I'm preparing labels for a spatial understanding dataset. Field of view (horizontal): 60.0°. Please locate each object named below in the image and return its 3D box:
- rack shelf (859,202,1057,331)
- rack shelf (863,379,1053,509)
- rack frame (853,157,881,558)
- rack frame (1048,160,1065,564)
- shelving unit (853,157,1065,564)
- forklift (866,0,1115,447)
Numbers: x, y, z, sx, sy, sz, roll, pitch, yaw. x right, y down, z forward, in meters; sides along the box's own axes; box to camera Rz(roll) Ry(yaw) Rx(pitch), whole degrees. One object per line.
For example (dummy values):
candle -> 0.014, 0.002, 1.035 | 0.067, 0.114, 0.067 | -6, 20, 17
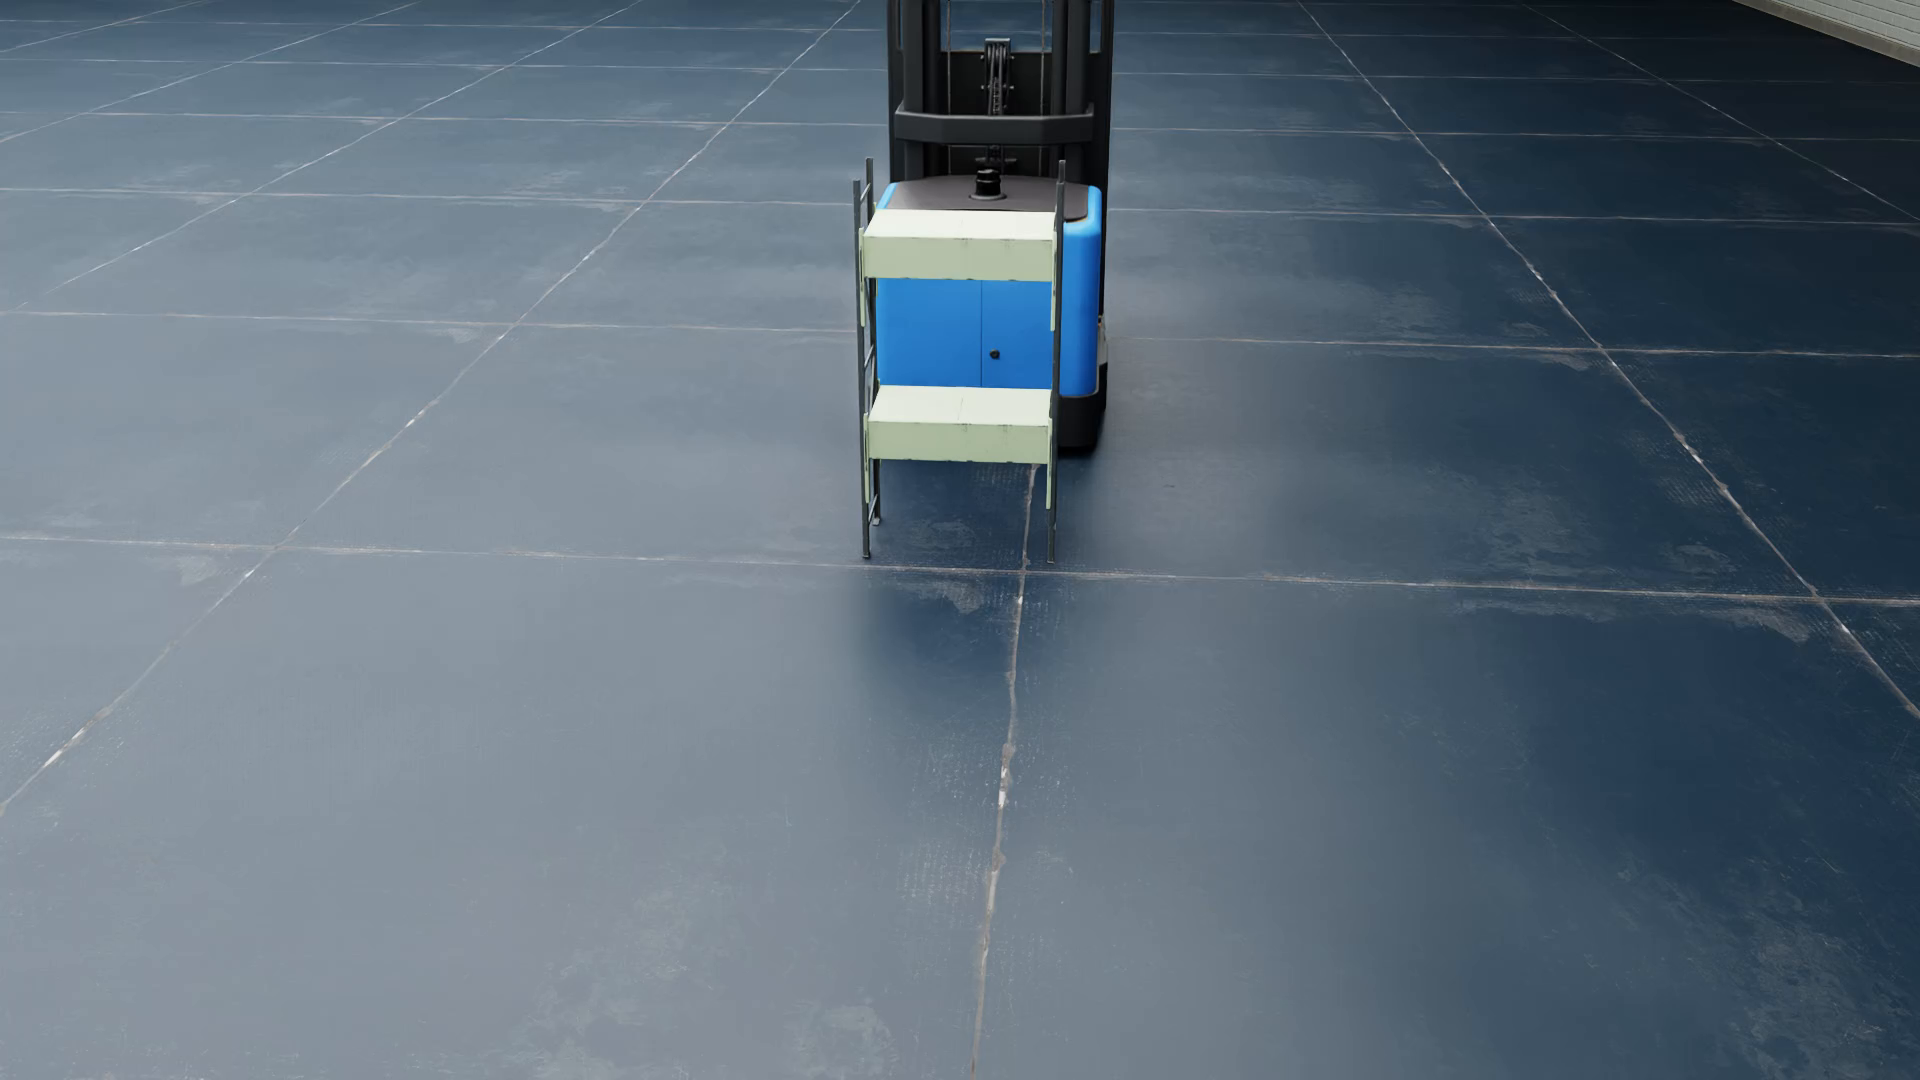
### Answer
rack shelf -> 0.007, -1.036, 6.273 | 0.720, 0.370, 0.431 | 2, 25, 4
rack shelf -> 0.007, -0.385, 6.572 | 0.720, 0.370, 0.431 | 2, 25, 4
rack frame -> -0.358, -0.693, 6.461 | 0.023, 1.500, 0.400 | 2, 25, 4
rack frame -> 0.372, -0.669, 6.411 | 0.023, 1.500, 0.400 | 2, 25, 4
shelving unit -> 0.007, -0.681, 6.436 | 0.755, 1.500, 0.431 | 2, 25, 4
forklift -> 0.214, -2.330, 8.306 | 1.130, 2.935, 3.031 | 2, 25, 4
